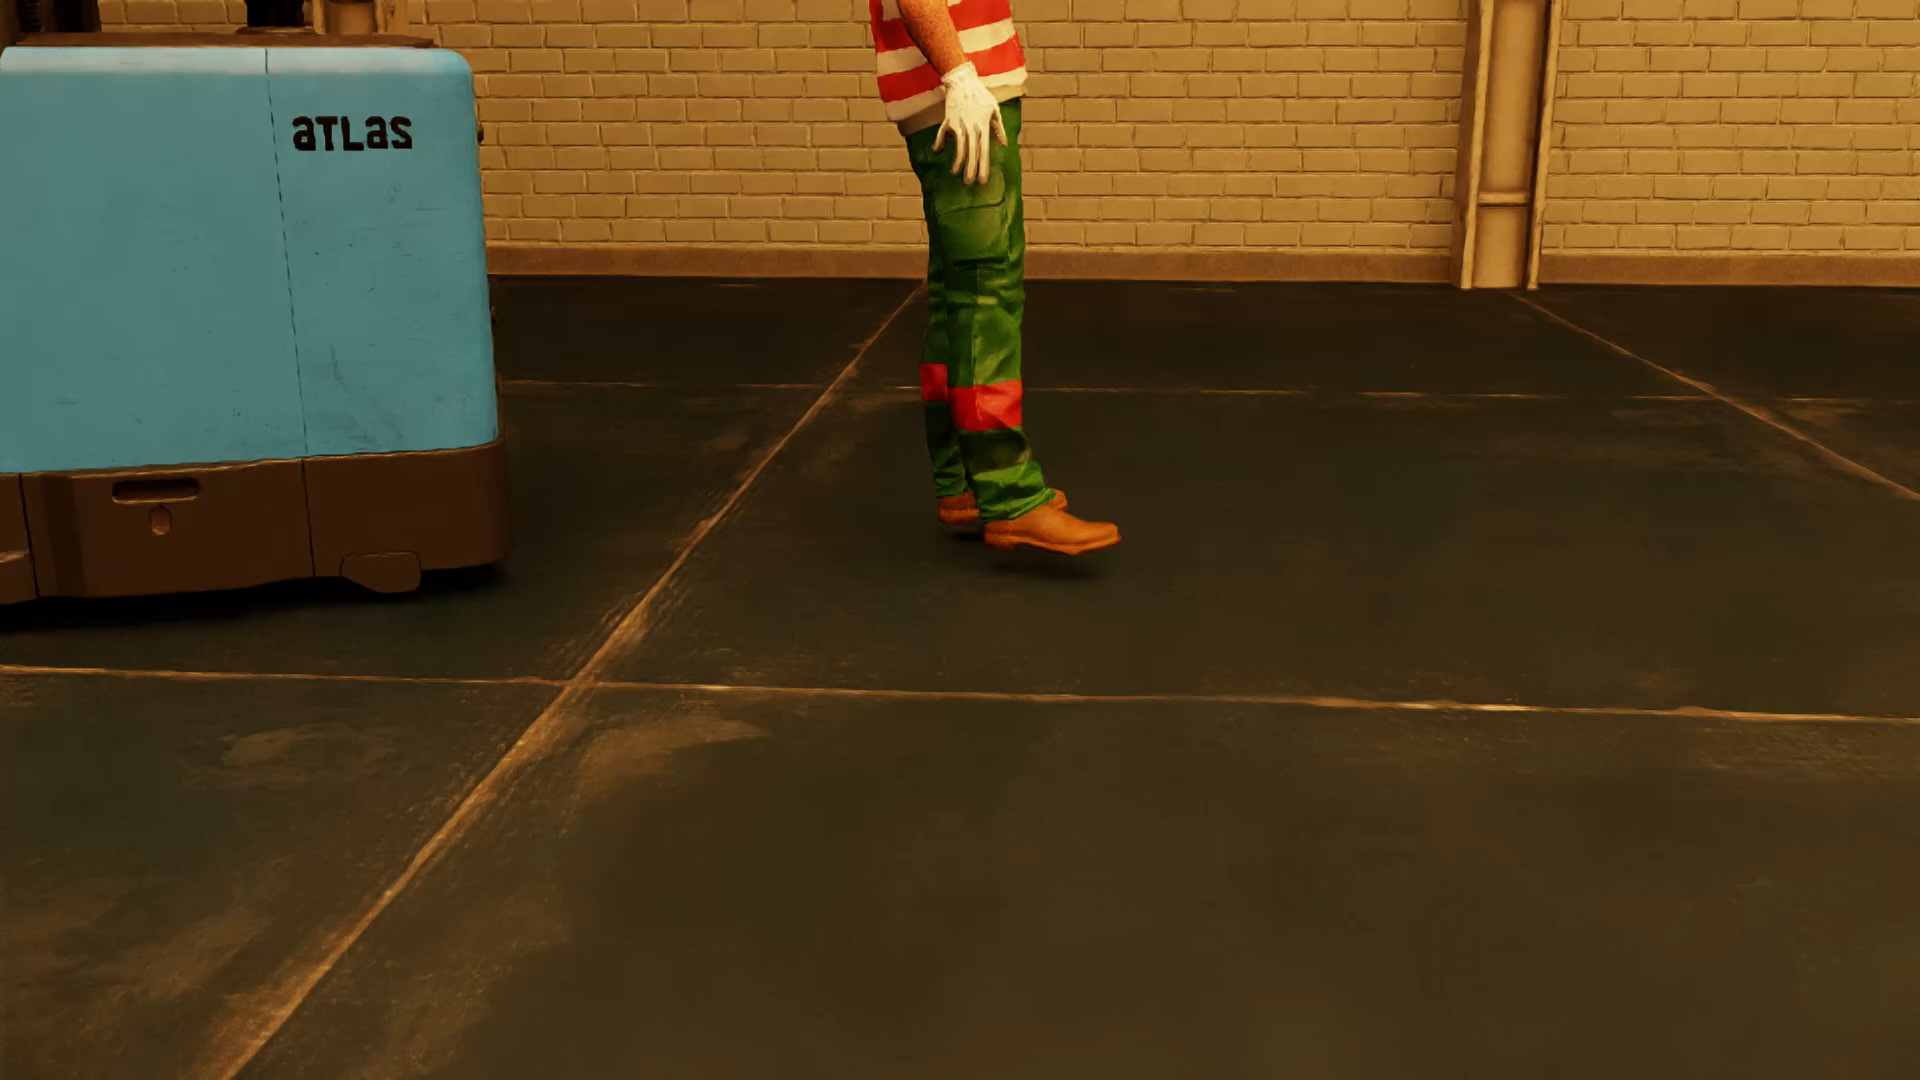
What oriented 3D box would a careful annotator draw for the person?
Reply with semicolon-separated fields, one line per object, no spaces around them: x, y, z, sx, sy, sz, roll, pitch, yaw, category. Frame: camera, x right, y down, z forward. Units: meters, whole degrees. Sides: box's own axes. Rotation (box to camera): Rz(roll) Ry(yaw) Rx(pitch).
0.079;-0.904;3.550;0.563;1.787;0.637;1;15;4;person

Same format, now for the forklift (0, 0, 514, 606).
-2.501;-1.322;3.090;3.031;2.935;1.130;-4;16;-15;forklift
